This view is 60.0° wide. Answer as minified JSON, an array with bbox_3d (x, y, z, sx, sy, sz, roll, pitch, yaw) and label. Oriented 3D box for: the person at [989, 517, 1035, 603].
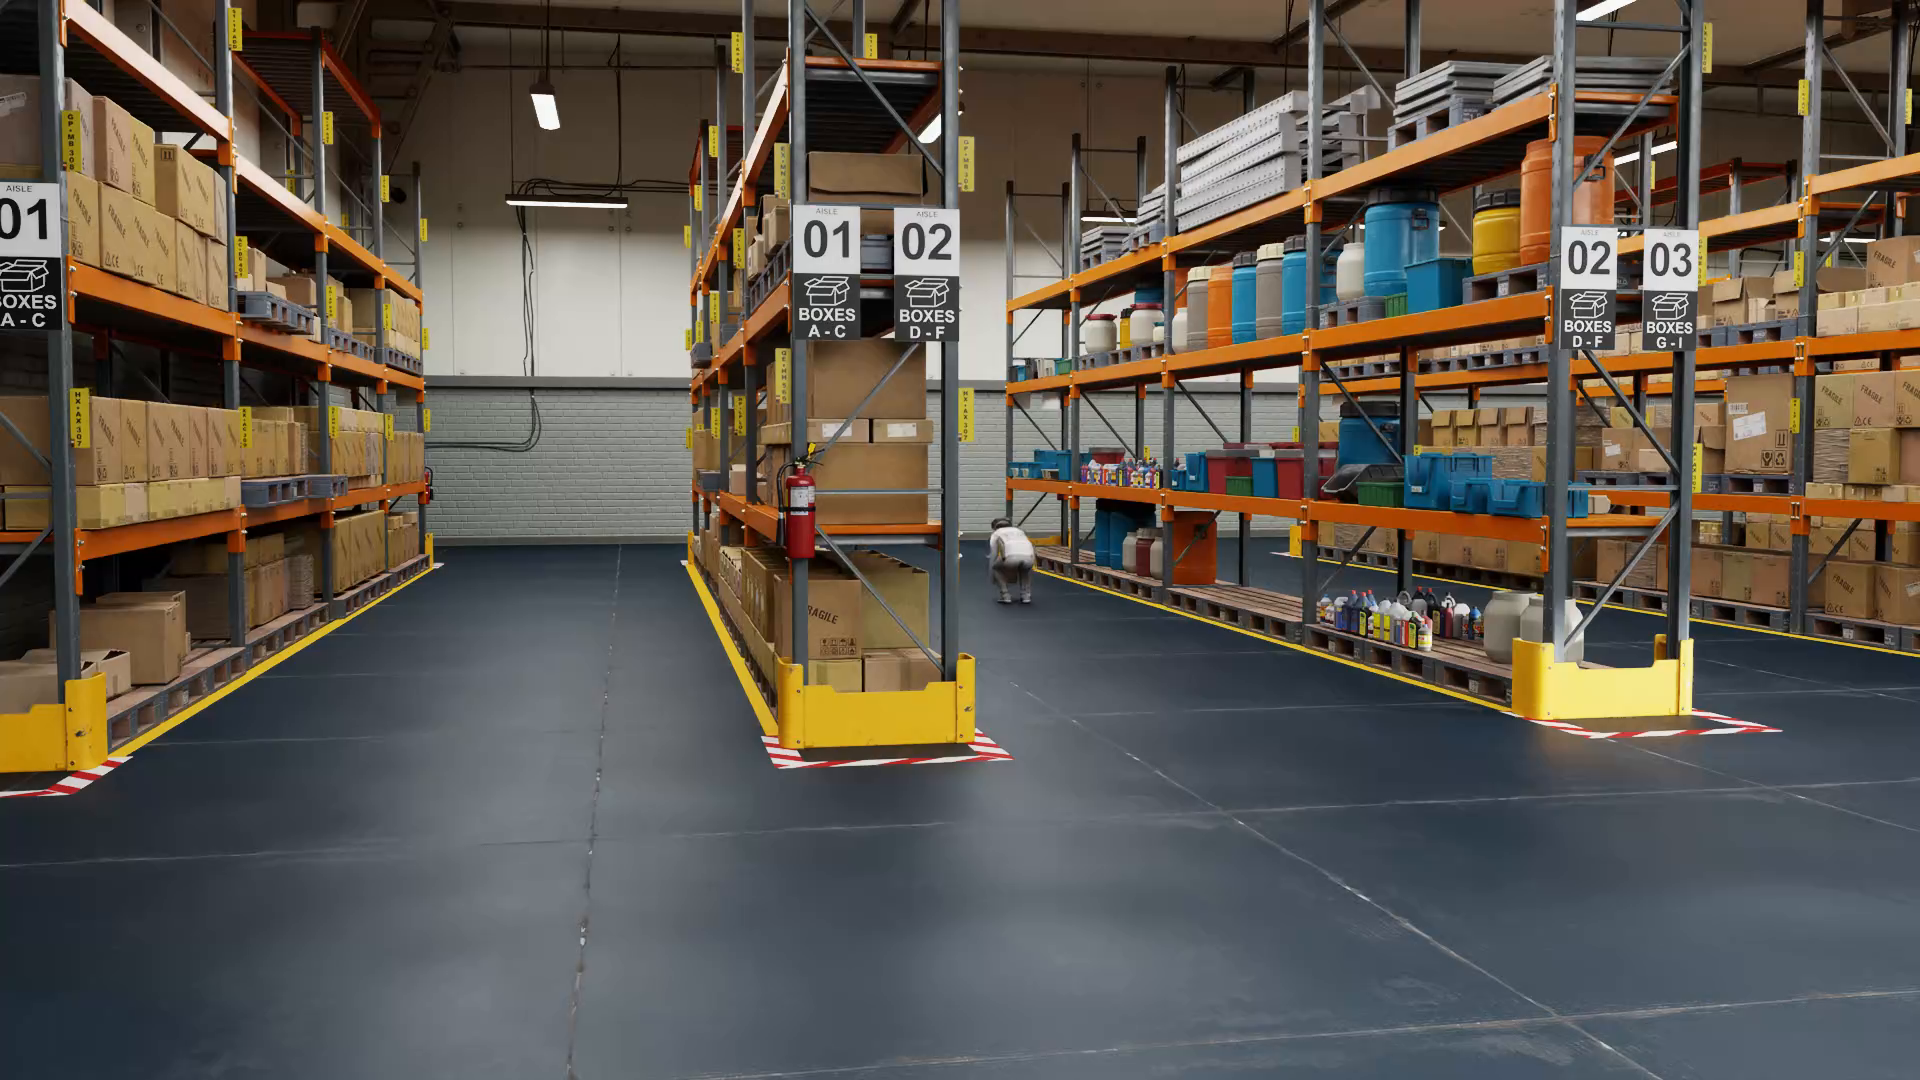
[{"bbox_3d":[0.592,0.234,19.227,0.457,0.980,0.868,-1,3,-13],"label":"person"}]
